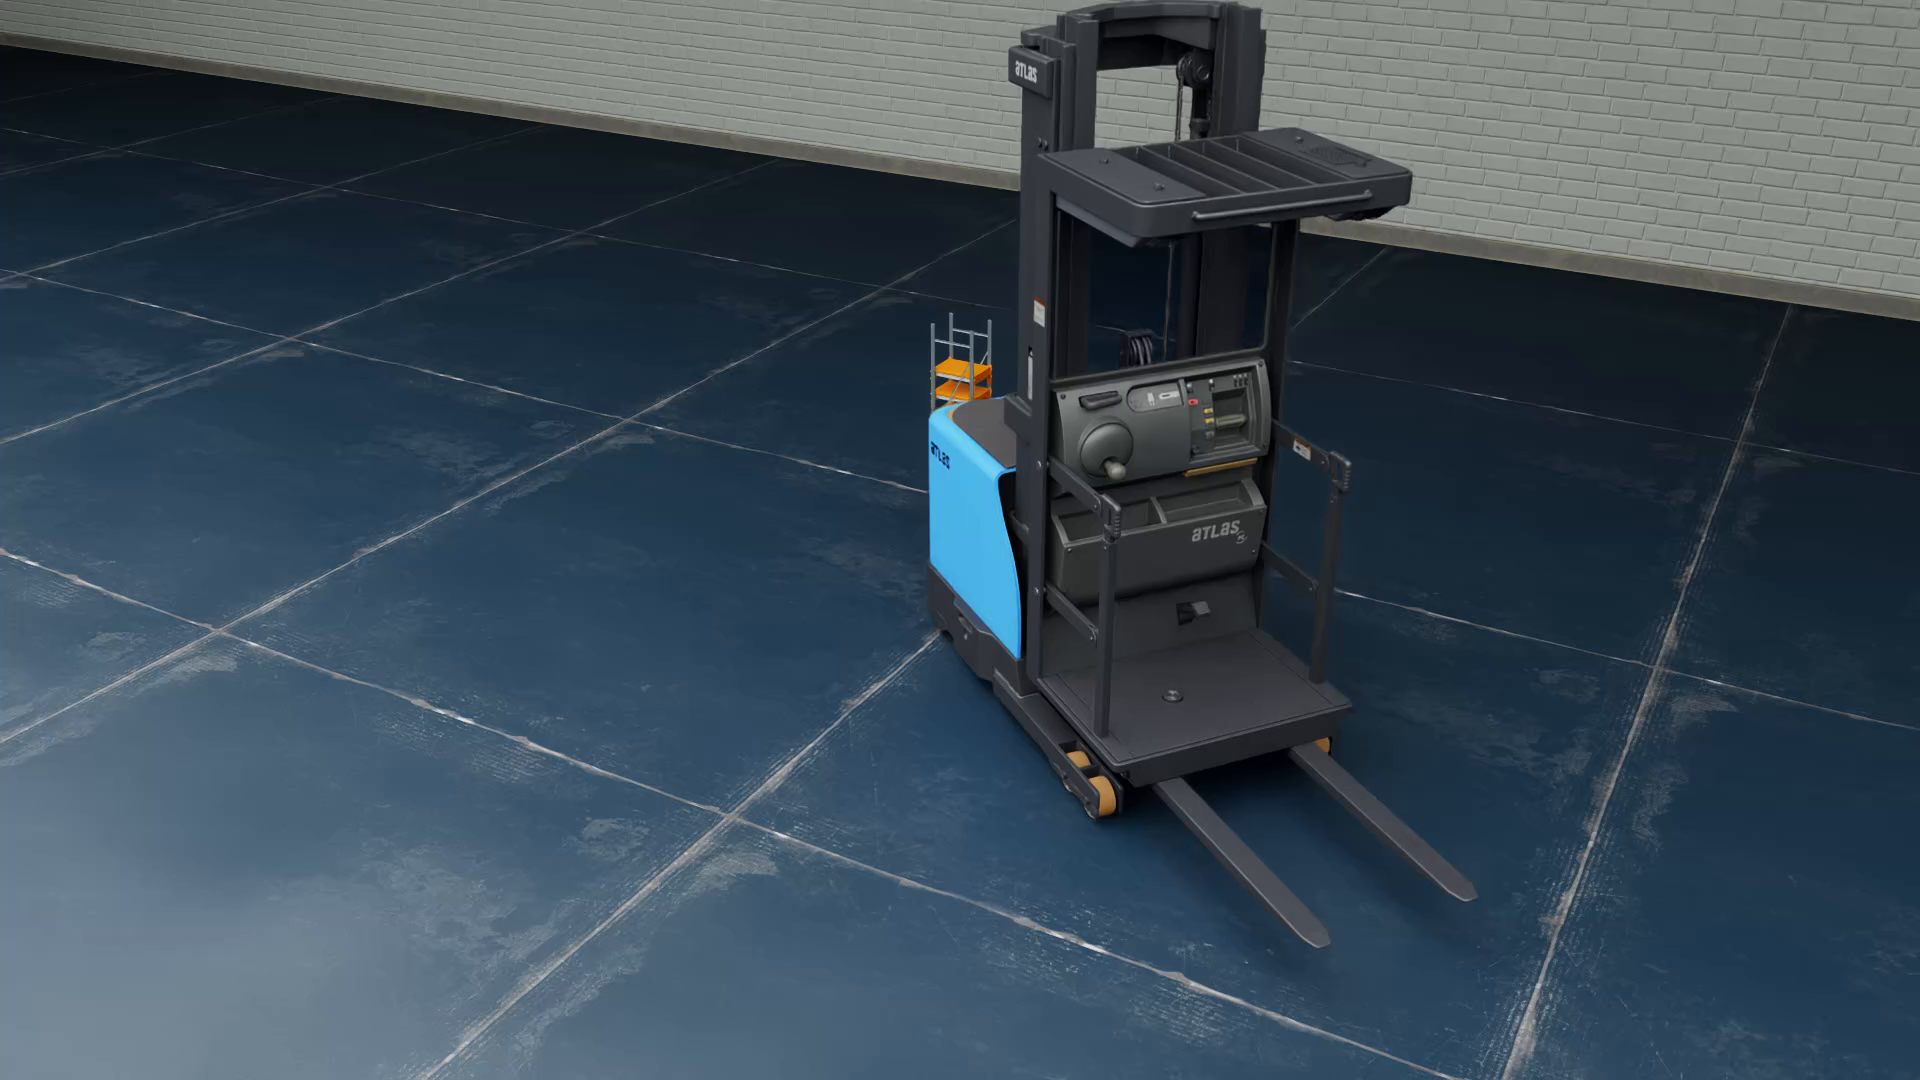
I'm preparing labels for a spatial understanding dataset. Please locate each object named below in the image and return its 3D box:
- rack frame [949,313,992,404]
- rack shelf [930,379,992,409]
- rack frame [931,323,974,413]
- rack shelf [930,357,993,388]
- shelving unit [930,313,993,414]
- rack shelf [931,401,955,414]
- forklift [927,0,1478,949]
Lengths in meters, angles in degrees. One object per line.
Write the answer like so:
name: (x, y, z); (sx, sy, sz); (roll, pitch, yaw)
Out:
rack frame: (0.052, -0.578, 8.564); (0.240, 1.200, 0.006); (14, 30, 26)
rack shelf: (0.007, -0.717, 8.405); (0.258, 0.103, 0.180); (14, 30, 26)
rack frame: (-0.038, -0.507, 8.421); (0.240, 1.200, 0.006); (14, 30, 26)
rack shelf: (0.007, -0.824, 8.351); (0.258, 0.103, 0.180); (14, 30, 26)
shelving unit: (0.007, -0.542, 8.493); (0.258, 1.200, 0.189); (14, 30, 26)
rack shelf: (0.007, -0.610, 8.459); (0.258, 0.103, 0.180); (14, 30, 26)
forklift: (0.893, -0.432, 6.339); (1.130, 2.935, 3.031); (-11, 29, -21)
